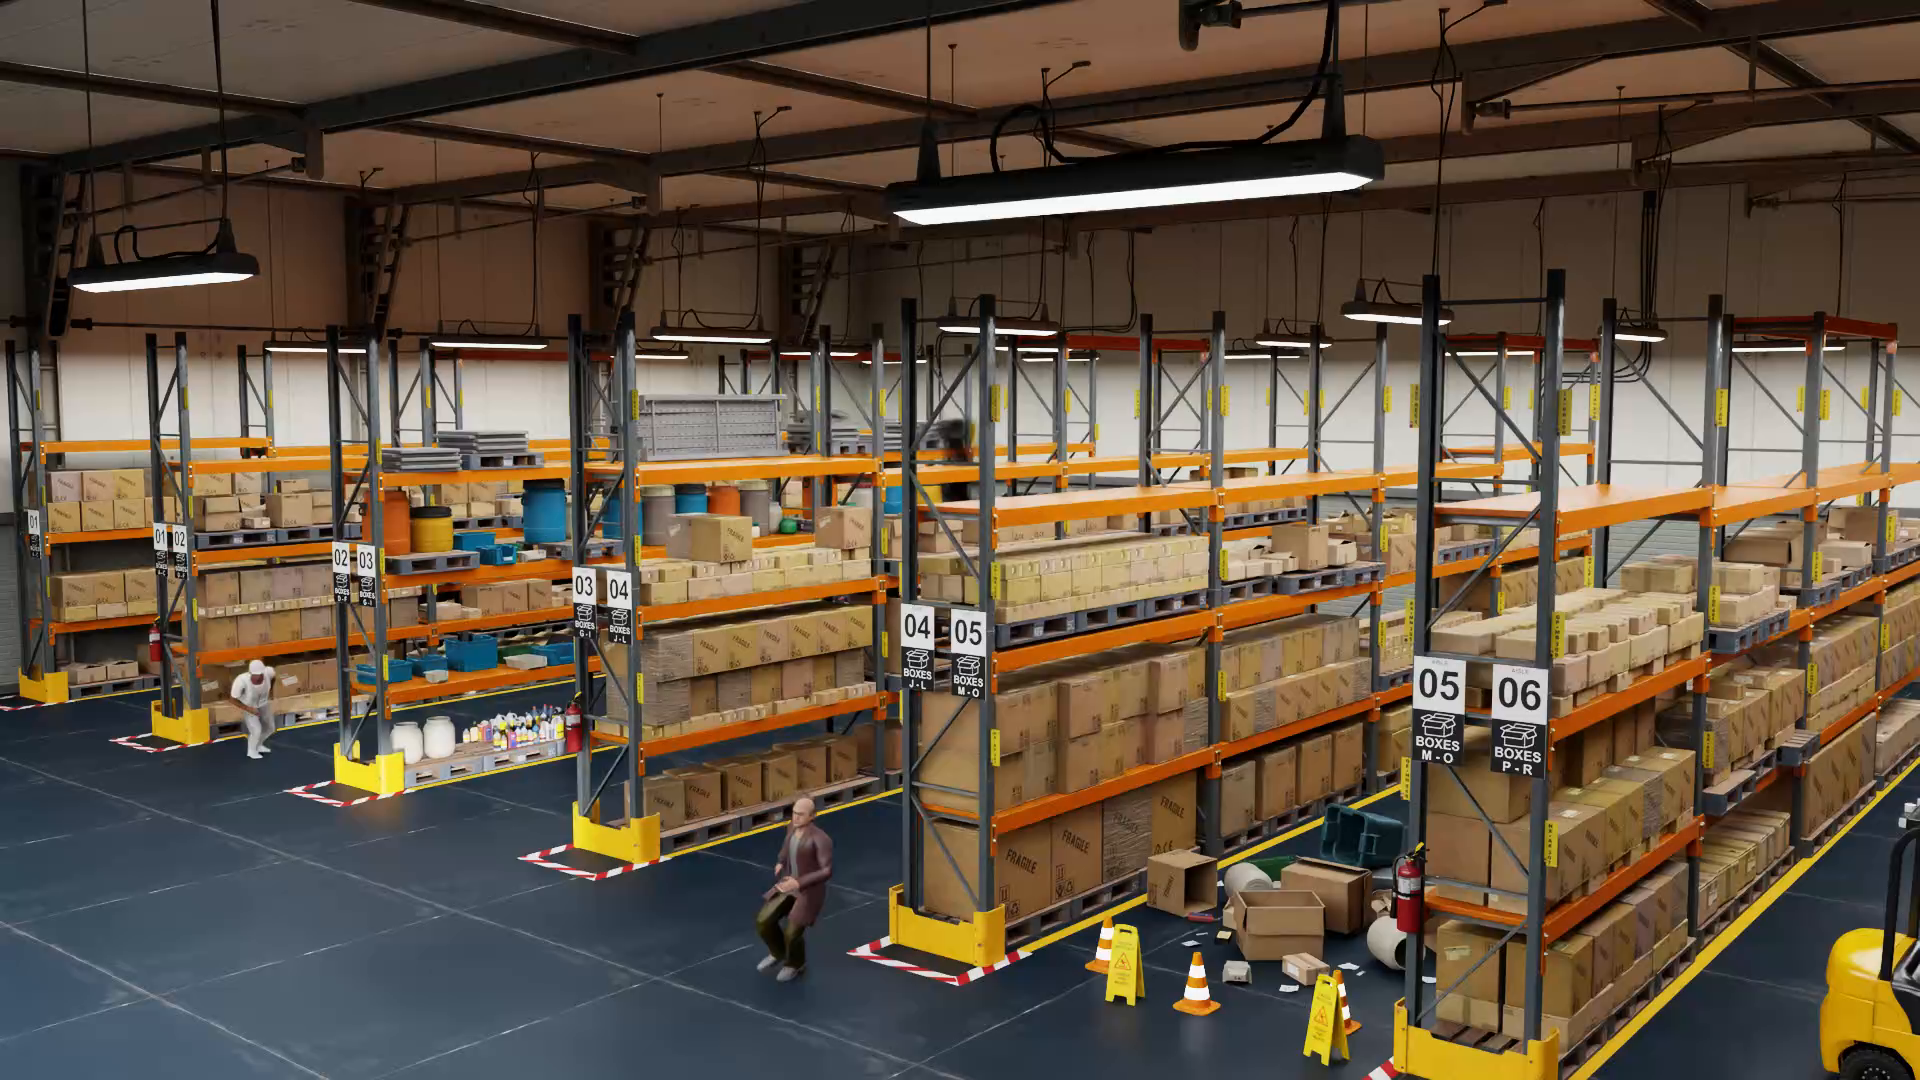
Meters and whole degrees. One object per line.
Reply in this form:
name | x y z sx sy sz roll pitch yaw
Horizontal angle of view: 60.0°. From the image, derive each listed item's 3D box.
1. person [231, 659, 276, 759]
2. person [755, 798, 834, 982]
person | -9.818 2.348 23.177 0.953 1.482 0.741 4 7 39
person | -1.430 3.104 14.407 0.879 1.592 0.735 3 6 31
